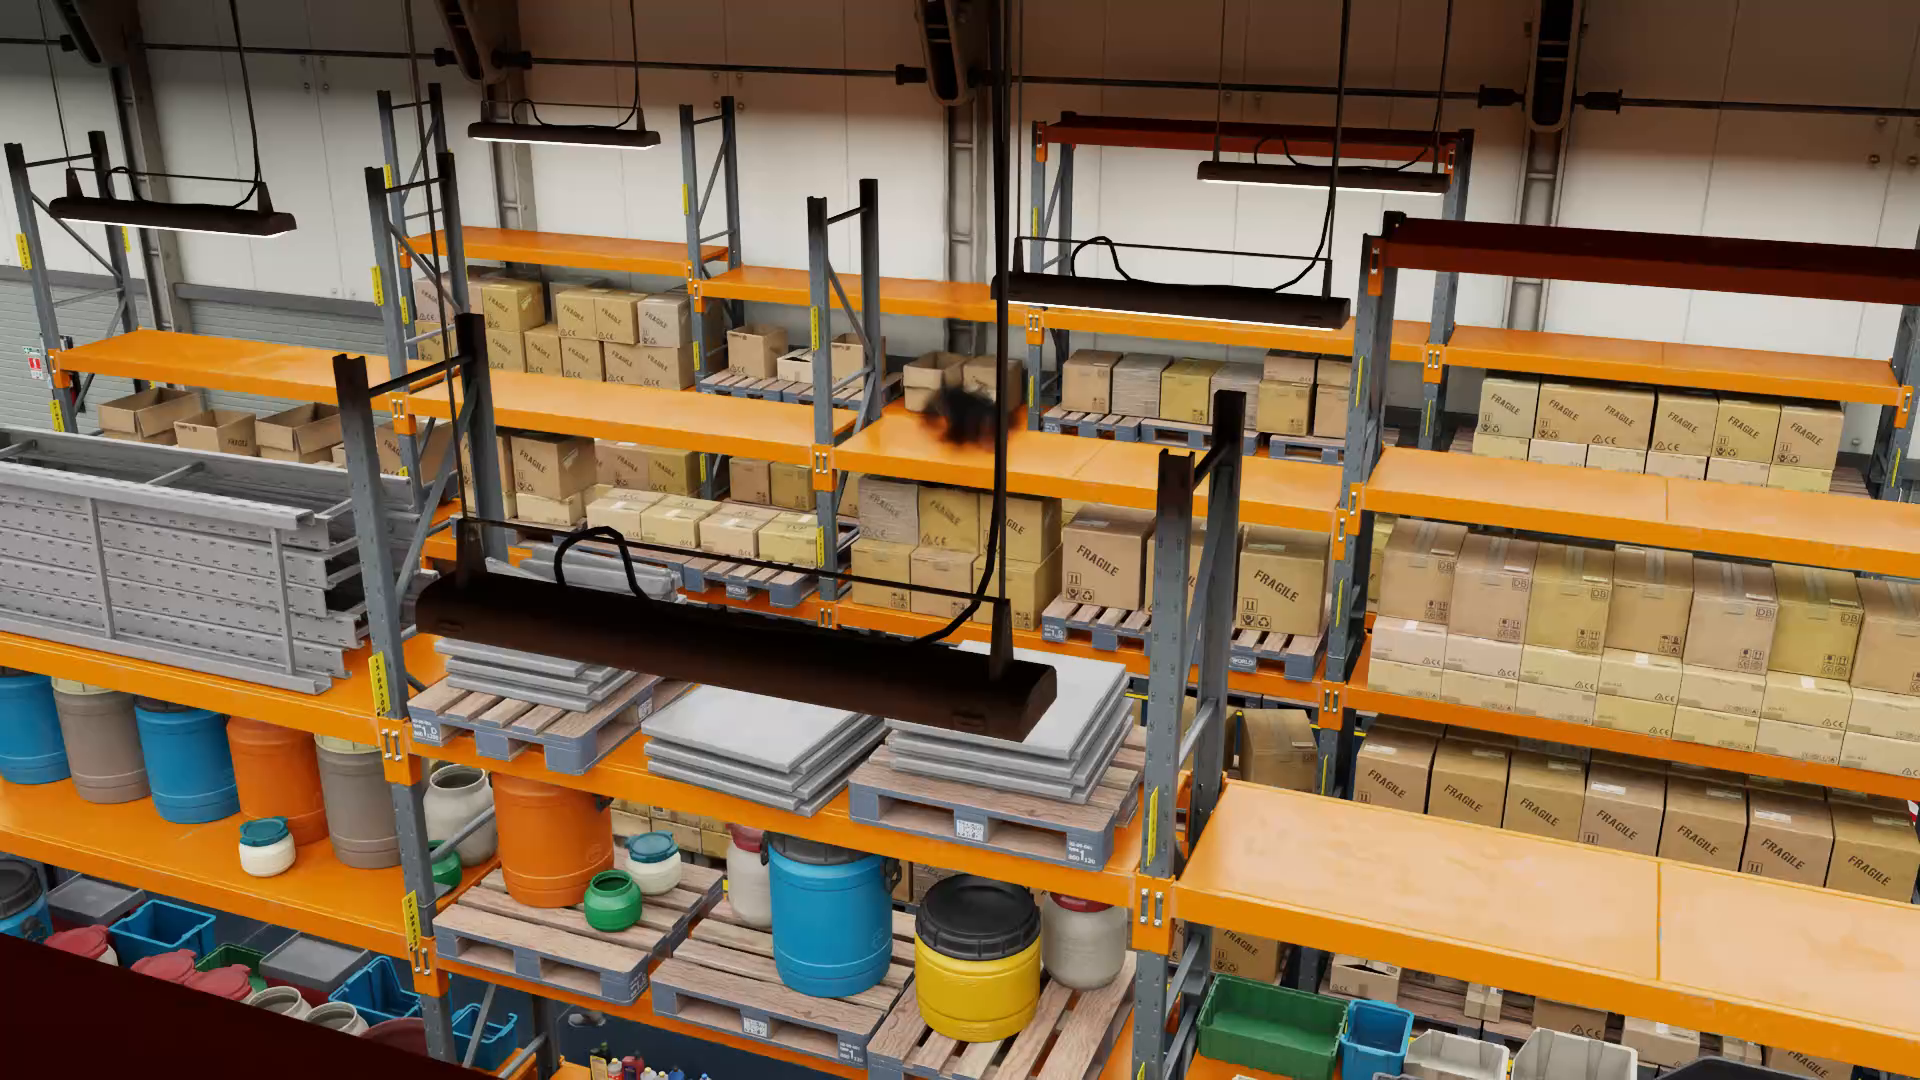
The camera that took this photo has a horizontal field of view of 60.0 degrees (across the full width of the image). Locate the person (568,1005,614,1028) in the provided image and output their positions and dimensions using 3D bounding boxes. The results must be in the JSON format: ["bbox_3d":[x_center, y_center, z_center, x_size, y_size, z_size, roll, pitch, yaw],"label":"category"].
[{"bbox_3d":[-2.708,2.821,11.969,0.509,1.602,0.616,6,22,17],"label":"person"}]
